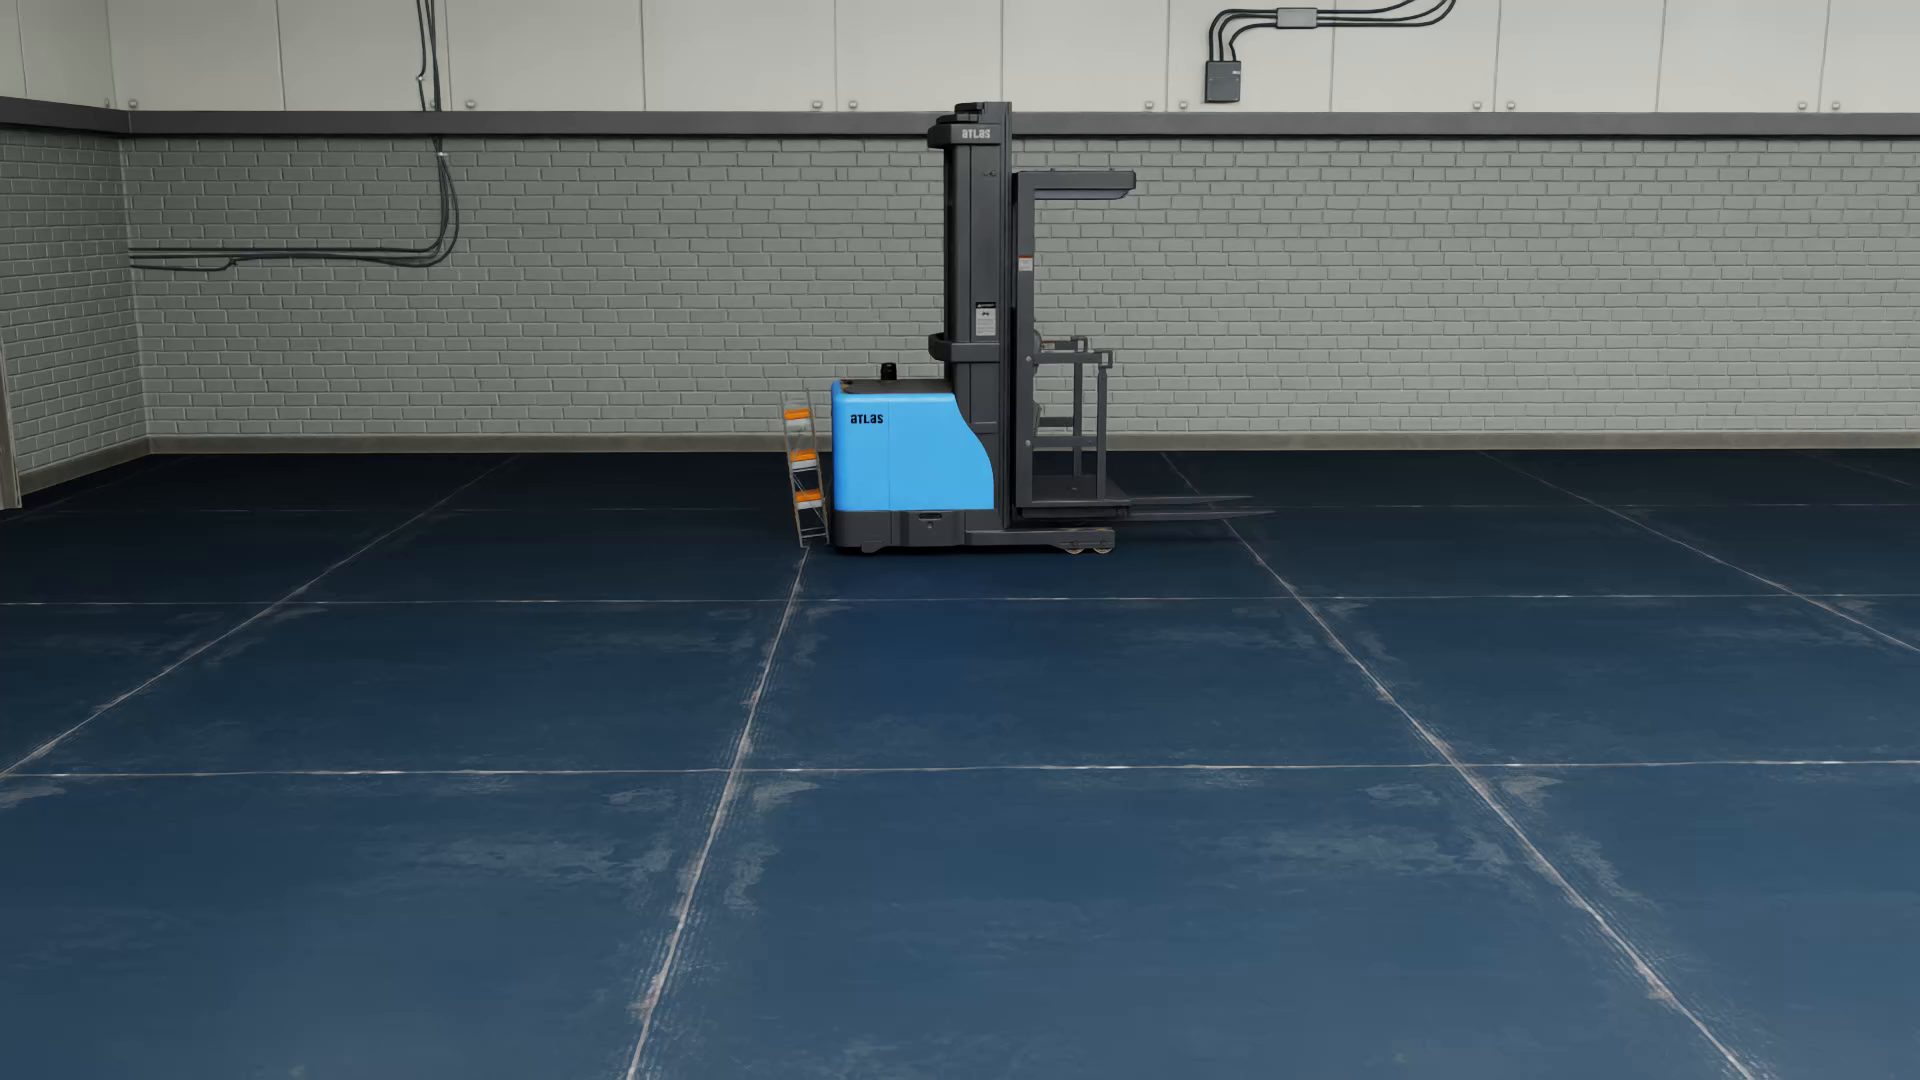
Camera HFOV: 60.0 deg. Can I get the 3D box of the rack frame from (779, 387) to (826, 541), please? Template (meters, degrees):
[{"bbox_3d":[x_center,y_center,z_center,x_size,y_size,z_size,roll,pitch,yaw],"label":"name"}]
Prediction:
[{"bbox_3d":[-1.071,-0.518,11.420,0.200,1.050,0.008,-8,12,-5],"label":"rack frame"}]

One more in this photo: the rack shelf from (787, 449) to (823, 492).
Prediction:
[{"bbox_3d":[-1.056,-0.484,11.304,0.215,0.259,0.240,-8,12,-5],"label":"rack shelf"}]

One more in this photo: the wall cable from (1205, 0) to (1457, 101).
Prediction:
[{"bbox_3d":[3.378,-6.919,14.478,2.305,6.003,0.169,0,11,-1],"label":"wall cable"}]

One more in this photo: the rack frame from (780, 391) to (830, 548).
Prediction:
[{"bbox_3d":[-1.043,-0.470,11.183,0.200,1.050,0.008,-8,12,-5],"label":"rack frame"}]

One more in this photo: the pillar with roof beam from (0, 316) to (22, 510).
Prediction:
[{"bbox_3d":[-3.071,-4.643,11.813,9.100,9.000,0.400,0,11,-1],"label":"pillar with roof beam"}]

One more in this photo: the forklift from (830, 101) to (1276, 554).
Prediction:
[{"bbox_3d":[0.628,-1.448,11.324,3.031,2.935,1.130,-1,12,-5],"label":"forklift"}]

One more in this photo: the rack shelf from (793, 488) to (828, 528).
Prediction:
[{"bbox_3d":[-1.024,-0.214,11.362,0.215,0.259,0.240,-8,12,-5],"label":"rack shelf"}]

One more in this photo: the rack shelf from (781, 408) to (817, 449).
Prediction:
[{"bbox_3d":[-1.088,-0.759,11.245,0.215,0.259,0.240,-8,12,-5],"label":"rack shelf"}]

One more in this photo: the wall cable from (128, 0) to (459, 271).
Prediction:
[{"bbox_3d":[-6.114,-3.695,14.948,3.097,2.526,0.112,0,11,-1],"label":"wall cable"}]

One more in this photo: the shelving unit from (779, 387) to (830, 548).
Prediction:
[{"bbox_3d":[-1.057,-0.494,11.302,0.215,1.050,0.252,-8,12,-5],"label":"shelving unit"}]
